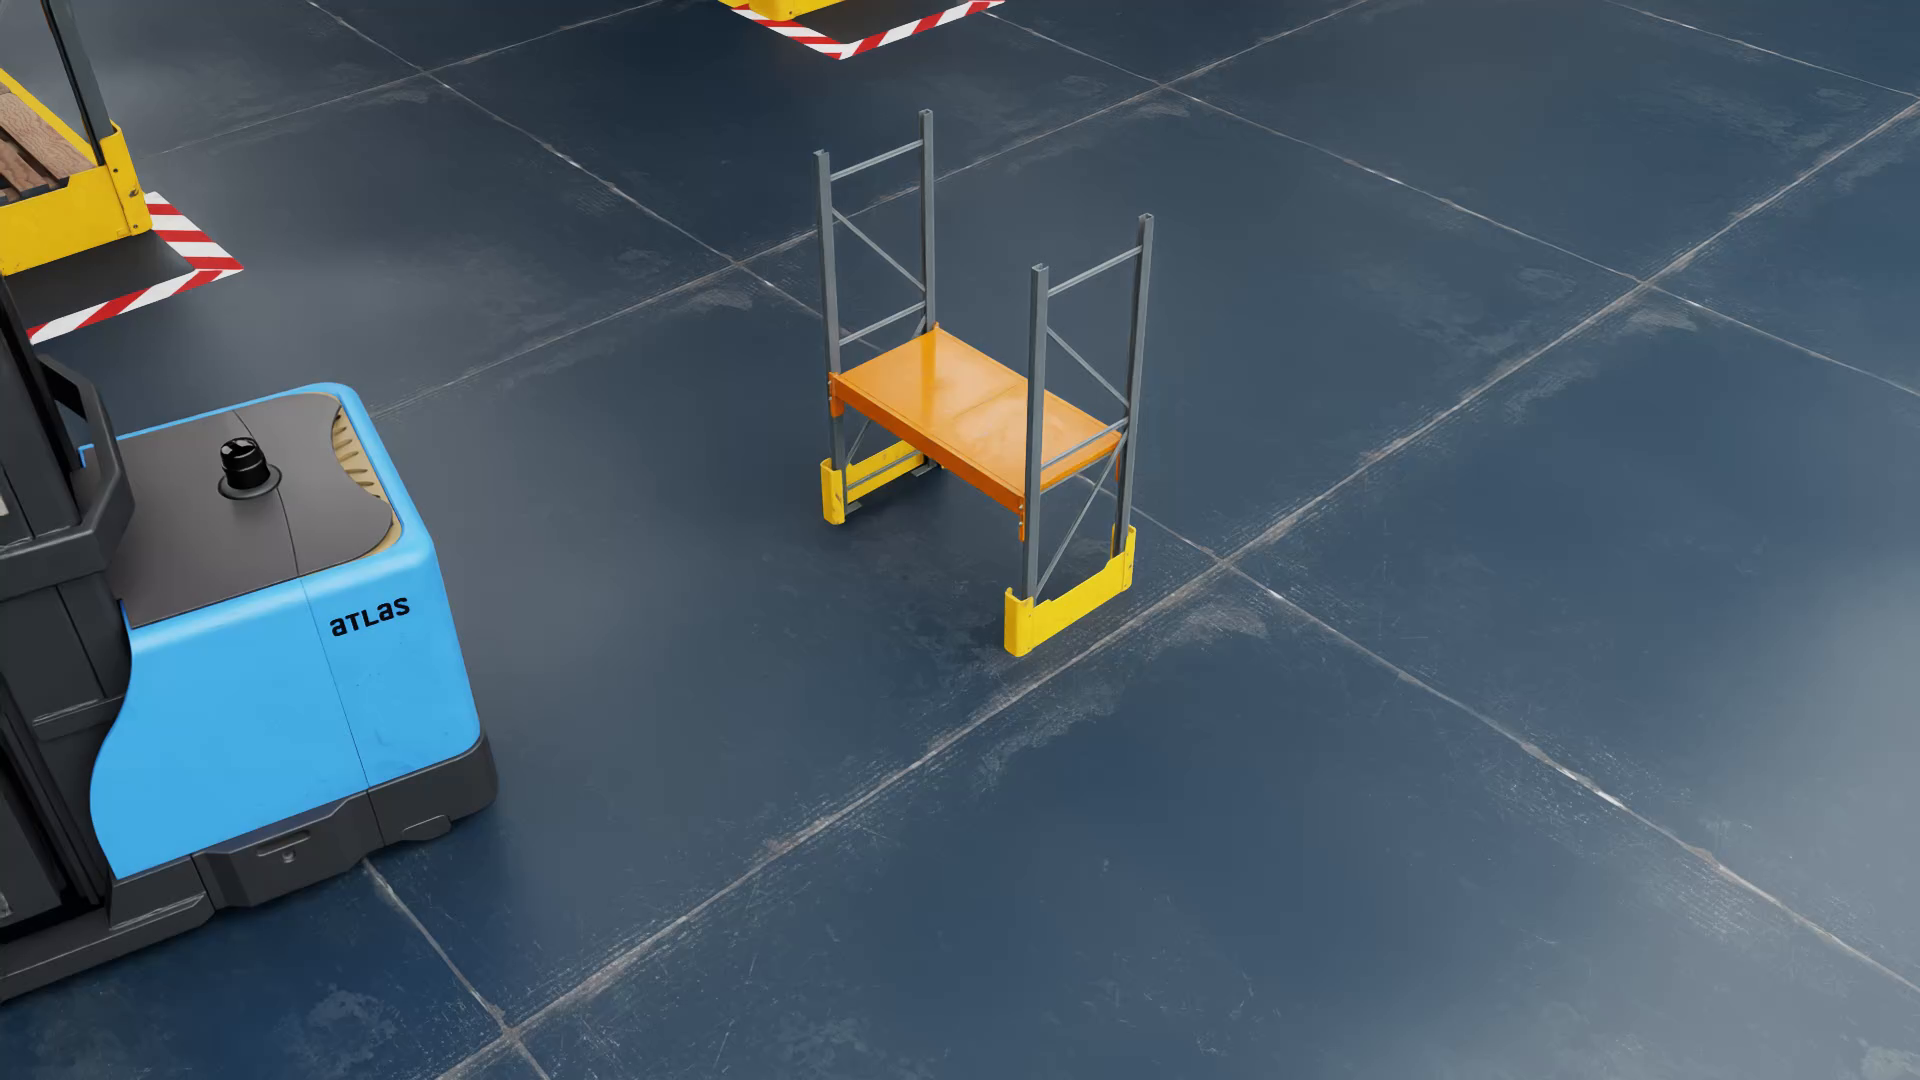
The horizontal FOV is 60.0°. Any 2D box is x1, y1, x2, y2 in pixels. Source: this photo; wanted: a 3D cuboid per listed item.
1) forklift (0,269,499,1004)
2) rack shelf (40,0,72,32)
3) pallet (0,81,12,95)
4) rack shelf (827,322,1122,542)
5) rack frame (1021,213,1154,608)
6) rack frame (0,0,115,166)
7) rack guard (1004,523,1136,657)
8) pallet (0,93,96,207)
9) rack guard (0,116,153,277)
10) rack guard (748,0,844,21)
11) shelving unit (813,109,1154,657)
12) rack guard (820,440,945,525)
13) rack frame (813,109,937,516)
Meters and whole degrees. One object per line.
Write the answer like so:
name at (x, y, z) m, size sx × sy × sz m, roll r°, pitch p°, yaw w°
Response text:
forklift at (-2.974, -0.097, 4.038) m, size 3.031 × 2.935 × 1.130 m, roll -20°, pitch 43°, yaw -23°
rack shelf at (-5.744, -3.159, 8.346) m, size 1.077 × 0.370 × 4.000 m, roll -30°, pitch 48°, yaw -32°
pallet at (-5.844, -2.386, 9.036) m, size 1.003 × 0.211 × 1.213 m, roll -30°, pitch 48°, yaw -32°
rack shelf at (0.058, -0.404, 5.843) m, size 0.538 × 0.185 × 1.000 m, roll -30°, pitch 48°, yaw -32°
rack frame at (0.401, -0.309, 5.439) m, size 0.500 × 1.500 × 0.032 m, roll -30°, pitch 48°, yaw -32°
rack frame at (-4.391, -2.513, 6.974) m, size 1.000 × 3.000 × 0.127 m, roll -30°, pitch 48°, yaw -32°
rack guard at (0.388, 0.169, 5.842) m, size 0.587 × 0.250 × 0.087 m, roll -30°, pitch 48°, yaw -32°
pallet at (-5.023, -1.822, 8.337) m, size 1.003 × 0.211 × 1.213 m, roll -30°, pitch 48°, yaw -32°
rack guard at (-4.477, -1.556, 7.778) m, size 1.175 × 0.500 × 0.348 m, roll -30°, pitch 48°, yaw -32°
rack guard at (-0.795, -3.680, 10.409) m, size 1.175 × 0.500 × 0.348 m, roll -30°, pitch 48°, yaw -32°
shelving unit at (0.052, -0.548, 5.735) m, size 0.587 × 1.500 × 1.083 m, roll -30°, pitch 48°, yaw -32°
rack guard at (-0.285, -0.292, 6.413) m, size 0.587 × 0.250 × 0.087 m, roll -30°, pitch 48°, yaw -32°
rack frame at (-0.286, -0.779, 6.021) m, size 0.500 × 1.500 × 0.032 m, roll -30°, pitch 48°, yaw -32°
